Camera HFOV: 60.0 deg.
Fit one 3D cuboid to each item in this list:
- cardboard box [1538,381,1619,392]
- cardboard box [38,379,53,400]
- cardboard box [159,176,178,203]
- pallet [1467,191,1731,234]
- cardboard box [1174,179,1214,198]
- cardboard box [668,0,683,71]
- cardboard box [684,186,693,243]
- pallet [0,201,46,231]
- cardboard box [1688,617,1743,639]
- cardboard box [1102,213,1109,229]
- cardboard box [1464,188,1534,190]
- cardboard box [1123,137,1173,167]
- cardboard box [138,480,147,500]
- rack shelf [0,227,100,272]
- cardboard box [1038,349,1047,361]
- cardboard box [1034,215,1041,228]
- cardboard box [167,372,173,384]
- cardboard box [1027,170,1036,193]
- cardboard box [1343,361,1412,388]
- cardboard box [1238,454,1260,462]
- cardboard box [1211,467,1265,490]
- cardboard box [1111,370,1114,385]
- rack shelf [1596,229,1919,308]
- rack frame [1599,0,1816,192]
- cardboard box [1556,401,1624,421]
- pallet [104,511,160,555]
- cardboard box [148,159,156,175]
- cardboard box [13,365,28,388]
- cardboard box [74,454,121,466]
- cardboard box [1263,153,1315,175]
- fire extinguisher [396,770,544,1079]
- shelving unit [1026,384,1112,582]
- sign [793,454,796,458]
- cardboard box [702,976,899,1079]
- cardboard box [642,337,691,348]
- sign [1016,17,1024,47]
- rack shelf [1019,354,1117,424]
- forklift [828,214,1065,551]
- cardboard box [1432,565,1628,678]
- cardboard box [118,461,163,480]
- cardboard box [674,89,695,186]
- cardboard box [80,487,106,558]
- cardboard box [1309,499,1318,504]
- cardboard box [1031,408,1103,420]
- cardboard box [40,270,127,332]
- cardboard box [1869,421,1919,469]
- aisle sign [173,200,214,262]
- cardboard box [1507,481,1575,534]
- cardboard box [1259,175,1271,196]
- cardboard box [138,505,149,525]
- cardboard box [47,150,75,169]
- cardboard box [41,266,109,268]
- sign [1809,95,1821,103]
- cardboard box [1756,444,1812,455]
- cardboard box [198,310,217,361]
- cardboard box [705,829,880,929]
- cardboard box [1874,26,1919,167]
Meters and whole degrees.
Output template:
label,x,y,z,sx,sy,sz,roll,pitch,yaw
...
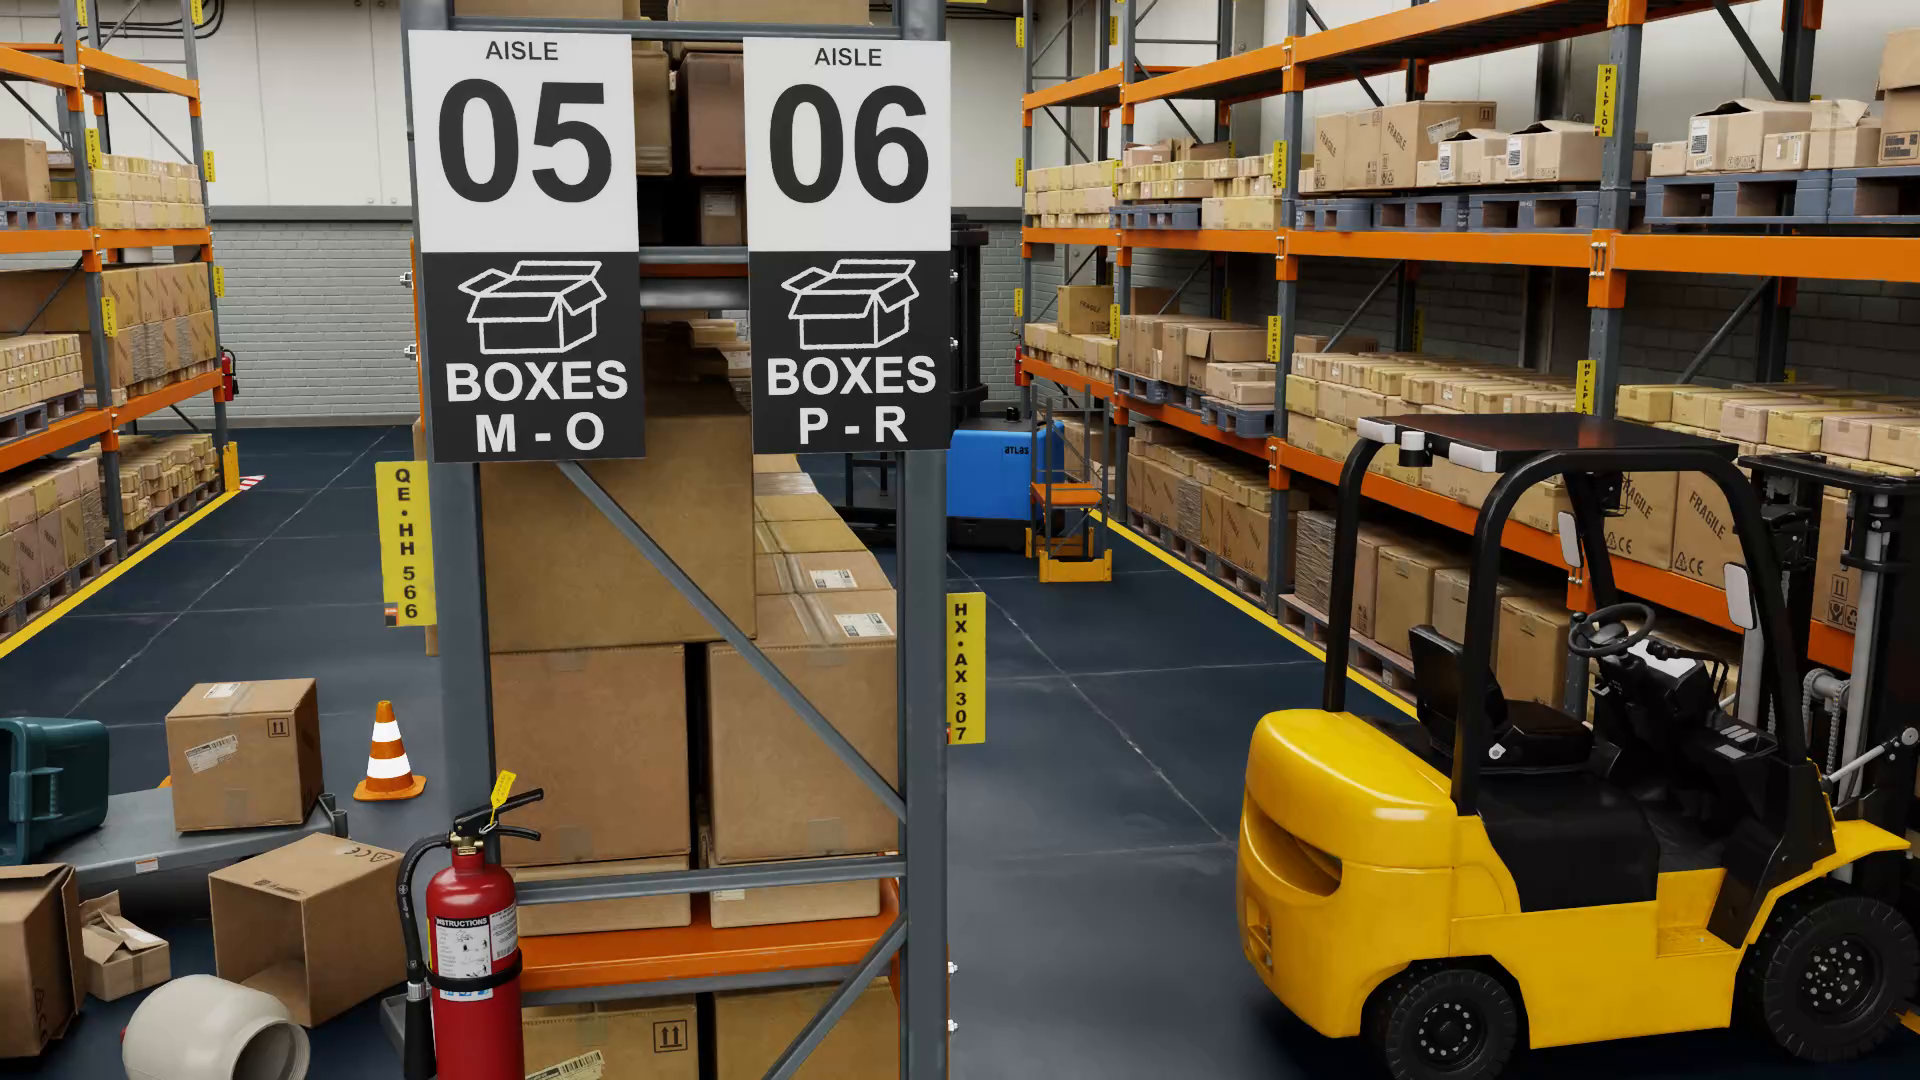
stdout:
label,x,y,z,sx,sy,sz,roll,pitch,yaw
cardboard box,3.562,-0.828,9.578,0.380,0.149,0.250,-2,11,-11
cardboard box,-7.281,-1.164,12.892,0.380,0.149,0.250,-3,11,-14
cardboard box,-7.939,-3.402,16.145,0.500,0.250,0.500,-2,11,-10
pallet,3.377,-1.740,8.857,0.805,0.209,1.217,-3,11,-13
cardboard box,1.998,-2.921,13.835,0.380,0.149,0.250,-2,11,-10
cardboard box,-0.462,-1.144,3.755,0.380,0.149,0.250,-2,11,-11
cardboard box,-0.559,-0.894,4.577,0.380,0.149,0.250,-2,11,-13
pallet,-7.478,-2.360,12.108,1.213,0.211,1.003,-2,11,-11
cardboard box,3.847,0.538,7.959,0.500,0.250,0.500,-2,11,-10
cardboard box,1.602,-3.116,16.250,0.380,0.149,0.250,-2,11,-11
cardboard box,3.316,-2.253,10.276,0.380,0.166,0.250,-2,11,-11
cardboard box,1.722,-3.553,15.251,0.396,0.266,0.258,-2,11,-12
cardboard box,-7.725,-0.452,15.311,0.380,0.149,0.250,-3,11,-14
rack shelf,-7.309,-2.040,11.845,1.077,0.370,4.000,-2,11,-11
cardboard box,1.117,-2.161,19.253,0.380,0.149,0.250,-2,11,-10
cardboard box,1.062,-3.683,19.226,0.380,0.149,0.250,-2,11,-10
cardboard box,-7.971,-1.607,16.345,0.380,0.149,0.250,-3,11,-13
cardboard box,1.068,-4.101,19.018,0.500,0.250,0.500,-2,11,-12
cardboard box,2.748,-1.088,10.944,0.380,0.149,0.250,-2,11,-10
cardboard box,2.654,-0.670,14.576,0.380,0.149,0.250,-2,11,-10
cardboard box,2.292,-0.505,13.710,0.380,0.149,0.250,-2,11,-12
cardboard box,1.696,-1.592,16.263,0.380,0.149,0.250,-2,11,-10
rack shelf,3.951,-0.952,6.131,1.077,0.370,4.000,-2,11,-11
rack frame,3.562,-3.146,7.711,1.000,3.000,0.127,-2,11,-11
cardboard box,3.277,-0.621,8.488,0.380,0.149,0.250,-2,11,-9
pallet,-7.864,-0.038,14.887,1.003,0.211,1.213,-2,11,-11
cardboard box,-7.846,-3.528,15.738,0.380,0.149,0.250,-2,11,-13
cardboard box,-7.167,-1.208,12.327,0.380,0.149,0.250,-2,11,-11
cardboard box,-8.289,-0.726,15.953,0.380,0.149,0.250,-2,11,-11
cardboard box,2.427,-2.727,12.069,0.380,0.149,0.250,-2,11,-9
fire extinguisher,-0.958,0.792,3.274,0.296,0.674,0.183,-2,11,-11
shelving unit,0.901,-0.499,13.860,0.587,1.500,1.083,-1,11,-4
sign,-0.776,-0.464,7.350,0.100,0.325,0.005,-2,11,-11
cardboard box,-0.419,1.330,4.466,0.500,0.500,0.500,-3,11,-13
cardboard box,-1.285,-0.428,5.738,0.700,0.500,0.500,-2,11,-12
sign,0.696,-5.825,19.076,0.100,0.325,0.005,-2,11,-11
rack shelf,1.617,-1.679,17.975,1.077,0.370,4.000,-2,11,-11
forklift,-0.604,-1.471,15.142,3.031,2.935,1.130,3,11,15
cardboard box,3.306,0.524,9.704,0.875,0.625,0.625,-2,11,-12
cardboard box,-7.697,-0.649,15.547,0.380,0.149,0.250,-2,11,-10
cardboard box,-0.453,-1.025,4.194,0.500,0.250,0.500,-2,11,-12
cardboard box,-7.307,-0.138,13.515,0.500,0.500,0.500,-2,11,-12
cardboard box,2.901,-0.089,13.257,0.500,0.500,0.500,-2,11,-11
cardboard box,1.254,-1.264,19.422,0.797,0.503,0.637,-3,11,-13
cardboard box,-7.547,-2.064,14.336,0.500,0.500,0.500,-2,11,-10
cardboard box,3.727,-0.365,6.347,0.380,0.149,0.250,-2,11,-11
aisle sign,-8.196,-3.321,17.724,0.394,0.787,0.004,-2,11,-11
cardboard box,3.207,-0.208,8.721,0.500,0.250,0.500,-2,11,-10
cardboard box,2.447,-2.633,12.372,0.380,0.149,0.250,-2,11,-12
cardboard box,-7.506,-0.219,14.881,0.380,0.149,0.250,-2,11,-9
cardboard box,-7.517,-3.190,13.962,0.380,0.149,0.250,-2,11,-12
cardboard box,-8.363,-2.332,15.745,0.500,0.500,0.500,-2,11,-13
sign,4.106,-1.986,8.043,0.100,0.325,0.005,-2,11,-11
cardboard box,3.520,-0.308,6.844,0.380,0.149,0.250,-2,11,-12
cardboard box,-8.136,-2.142,17.419,0.500,0.500,0.500,-2,11,-10
cardboard box,-0.391,0.770,3.856,0.380,0.149,0.250,-2,11,-11
cardboard box,3.837,-1.617,6.036,0.797,0.503,0.637,-2,11,-9
